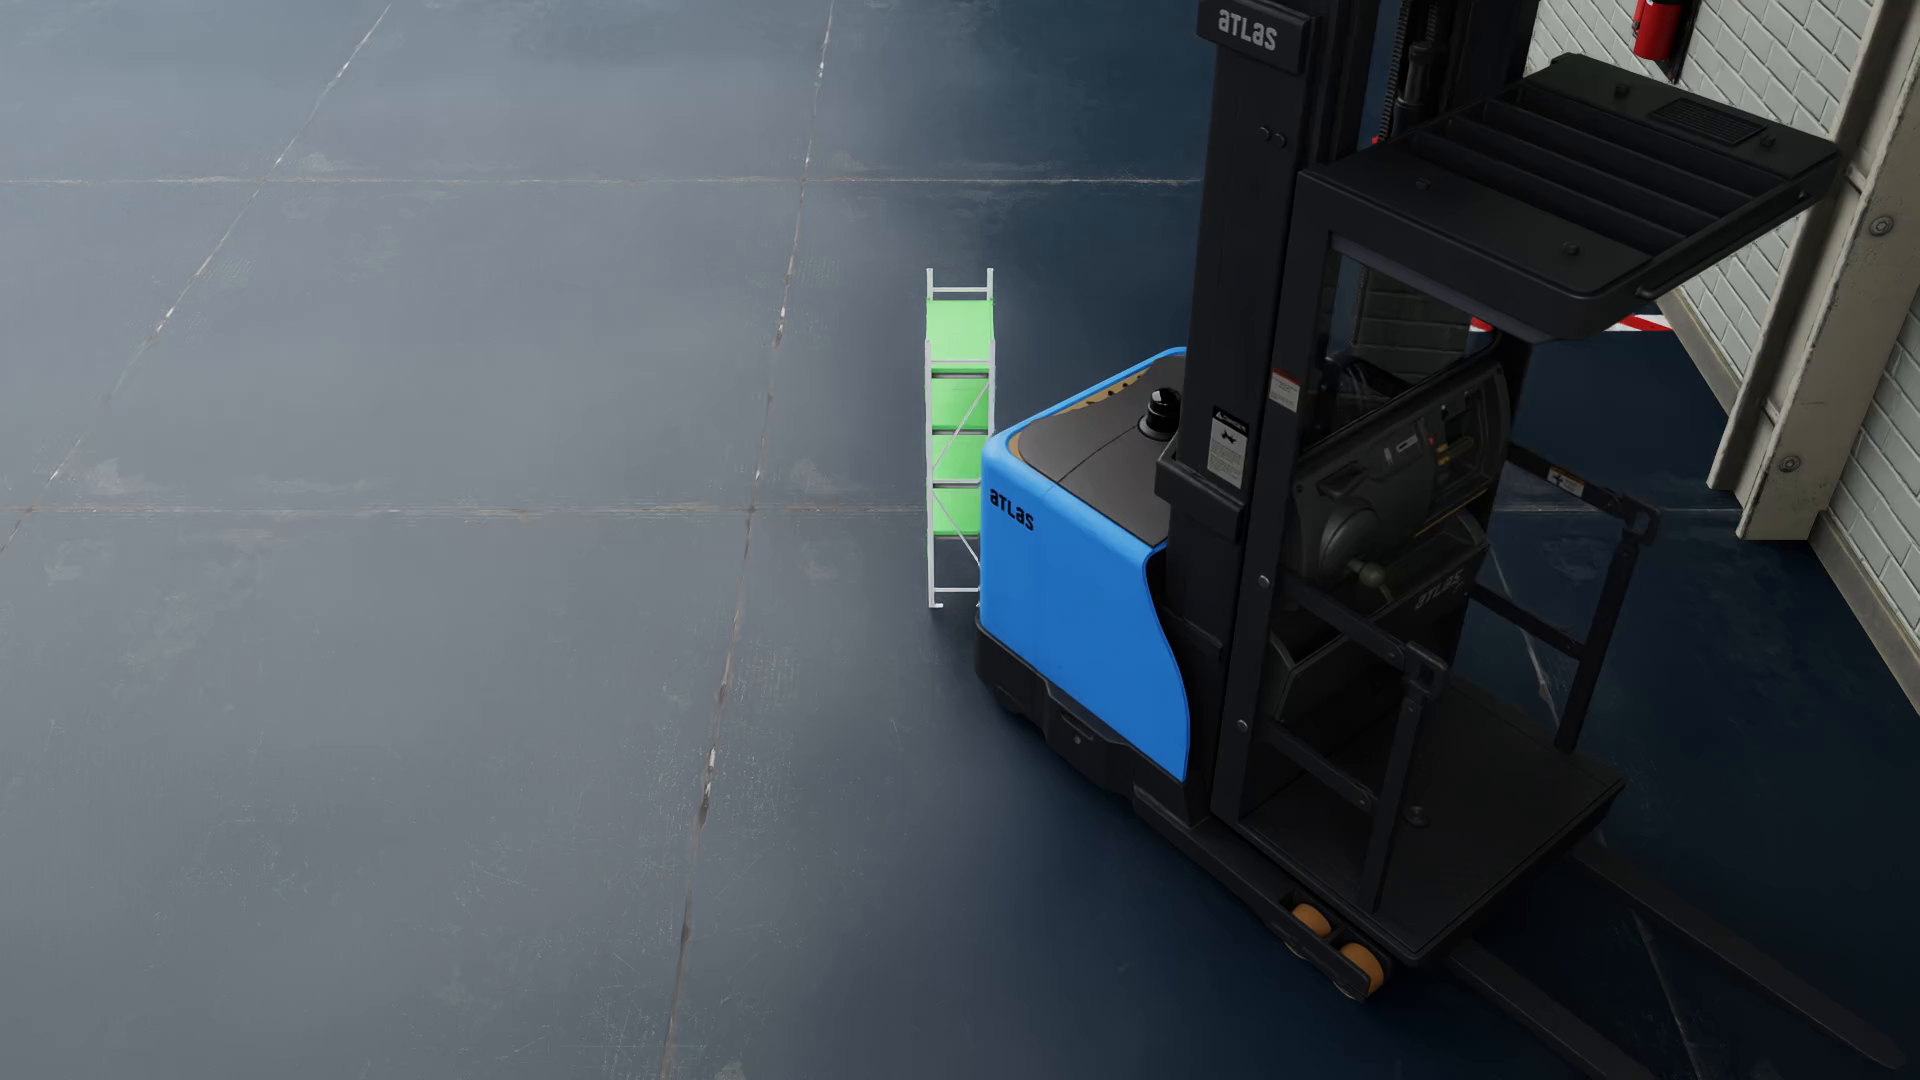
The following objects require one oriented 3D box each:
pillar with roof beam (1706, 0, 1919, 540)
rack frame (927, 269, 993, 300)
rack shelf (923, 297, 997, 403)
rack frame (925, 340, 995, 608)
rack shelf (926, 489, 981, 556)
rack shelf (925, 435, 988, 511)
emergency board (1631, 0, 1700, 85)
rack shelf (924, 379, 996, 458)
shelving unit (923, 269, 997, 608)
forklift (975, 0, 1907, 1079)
[{"bbox_3d":[-0.984,-3.634,4.089,9.100,9.000,0.400,0,39,0],"label":"pillar with roof beam"},{"bbox_3d":[0.000,-0.517,6.436,0.240,1.200,0.015,0,39,0],"label":"rack frame"},{"bbox_3d":[0.000,-0.689,5.985,0.258,0.148,0.480,0,39,0],"label":"rack shelf"},{"bbox_3d":[0.000,-0.212,6.055,0.240,1.200,0.015,0,39,0],"label":"rack frame"},{"bbox_3d":[0.000,-0.128,6.436,0.258,0.148,0.480,0,39,0],"label":"rack shelf"},{"bbox_3d":[0.000,-0.315,6.286,0.258,0.148,0.480,0,39,0],"label":"rack shelf"},{"bbox_3d":[3.357,-2.841,7.897,0.194,1.169,0.643,0,39,0],"label":"emergency board"},{"bbox_3d":[0.000,-0.502,6.135,0.258,0.148,0.480,0,39,0],"label":"rack shelf"},{"bbox_3d":[0.000,-0.365,6.246,0.258,1.200,0.503,0,39,0],"label":"shelving unit"},{"bbox_3d":[1.390,-0.120,4.556,1.130,2.935,3.031,-28,46,-30],"label":"forklift"}]
